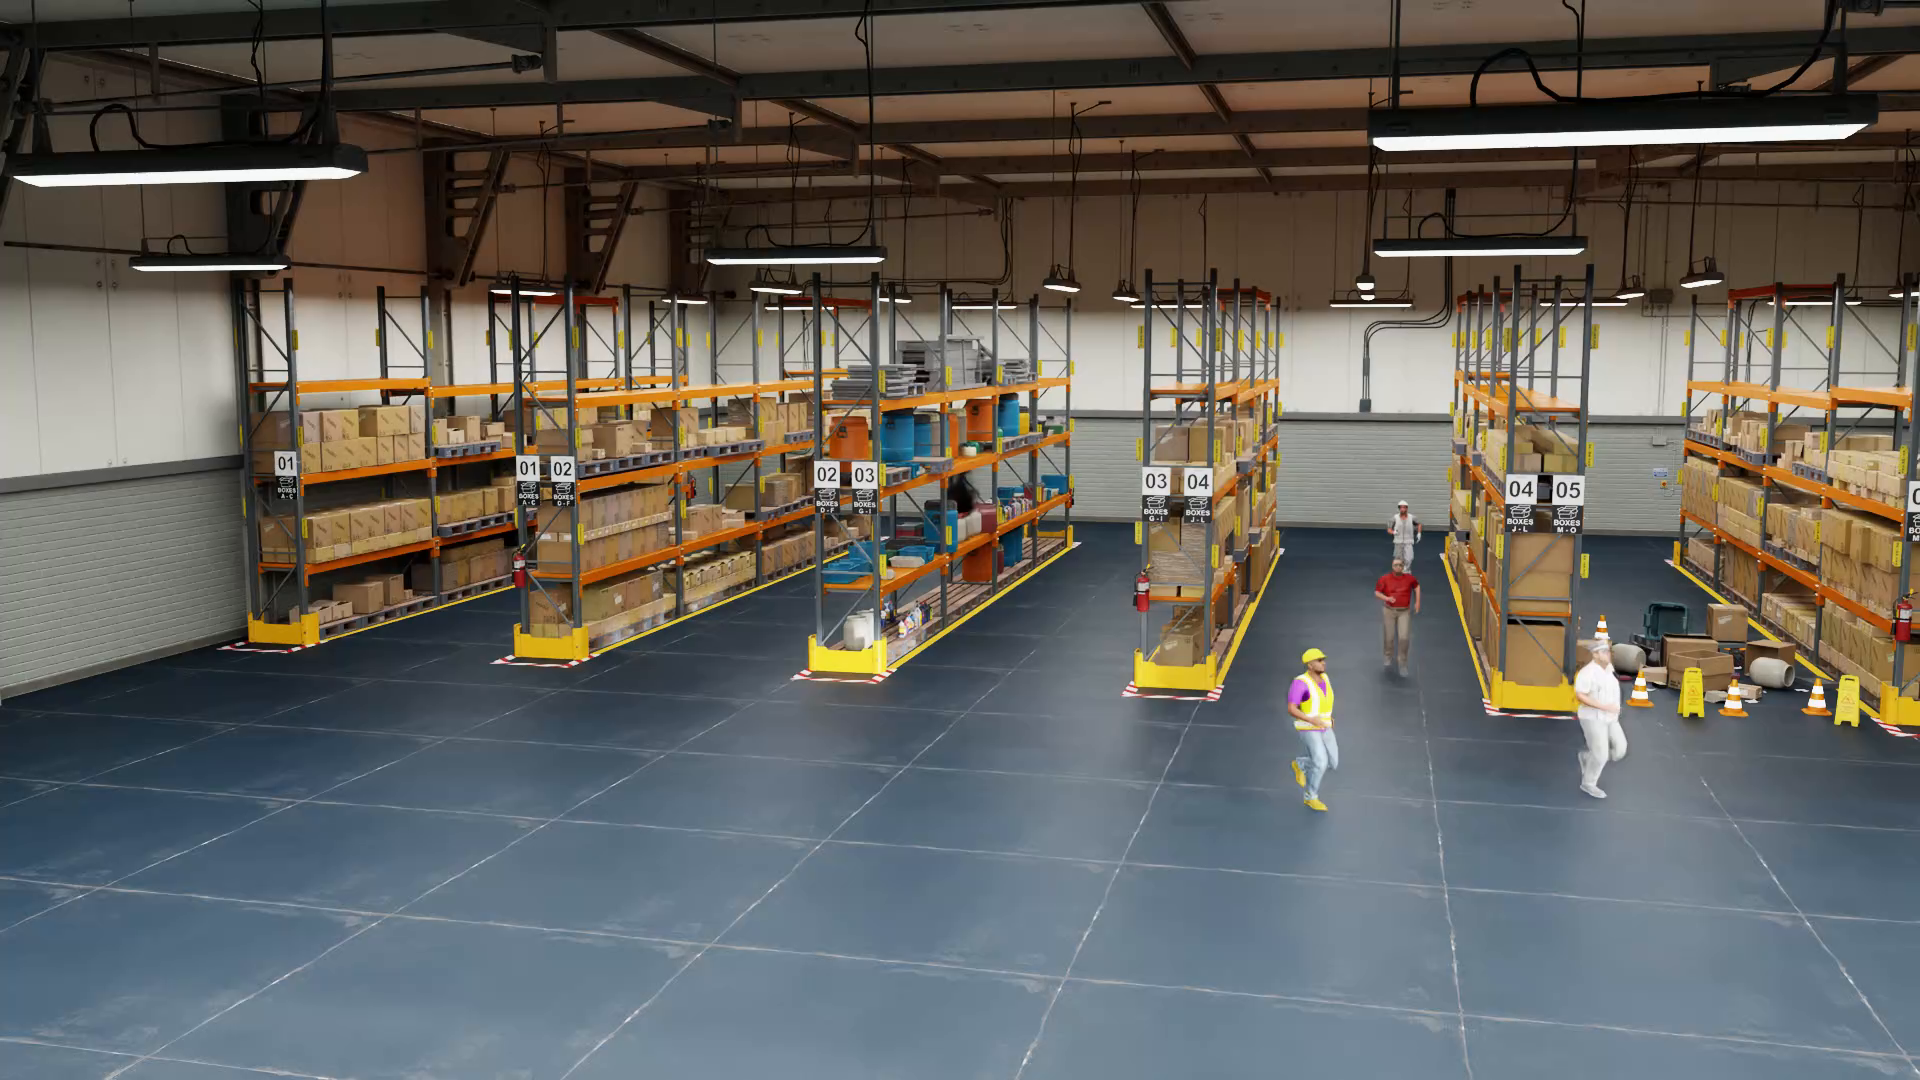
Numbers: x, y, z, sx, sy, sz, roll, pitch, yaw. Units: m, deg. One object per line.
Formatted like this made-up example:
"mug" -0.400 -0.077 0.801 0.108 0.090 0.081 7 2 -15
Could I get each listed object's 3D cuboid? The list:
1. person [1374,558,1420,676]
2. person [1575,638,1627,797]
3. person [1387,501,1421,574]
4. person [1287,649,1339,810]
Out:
"person" 6.590 1.168 25.092 0.683 1.821 0.783 1 7 10
"person" 7.063 1.947 18.349 0.705 1.751 0.611 -5 8 -36
"person" 8.938 0.113 33.489 0.665 1.810 0.899 2 7 15
"person" 3.790 2.017 17.914 0.736 1.727 0.613 -6 9 -43
